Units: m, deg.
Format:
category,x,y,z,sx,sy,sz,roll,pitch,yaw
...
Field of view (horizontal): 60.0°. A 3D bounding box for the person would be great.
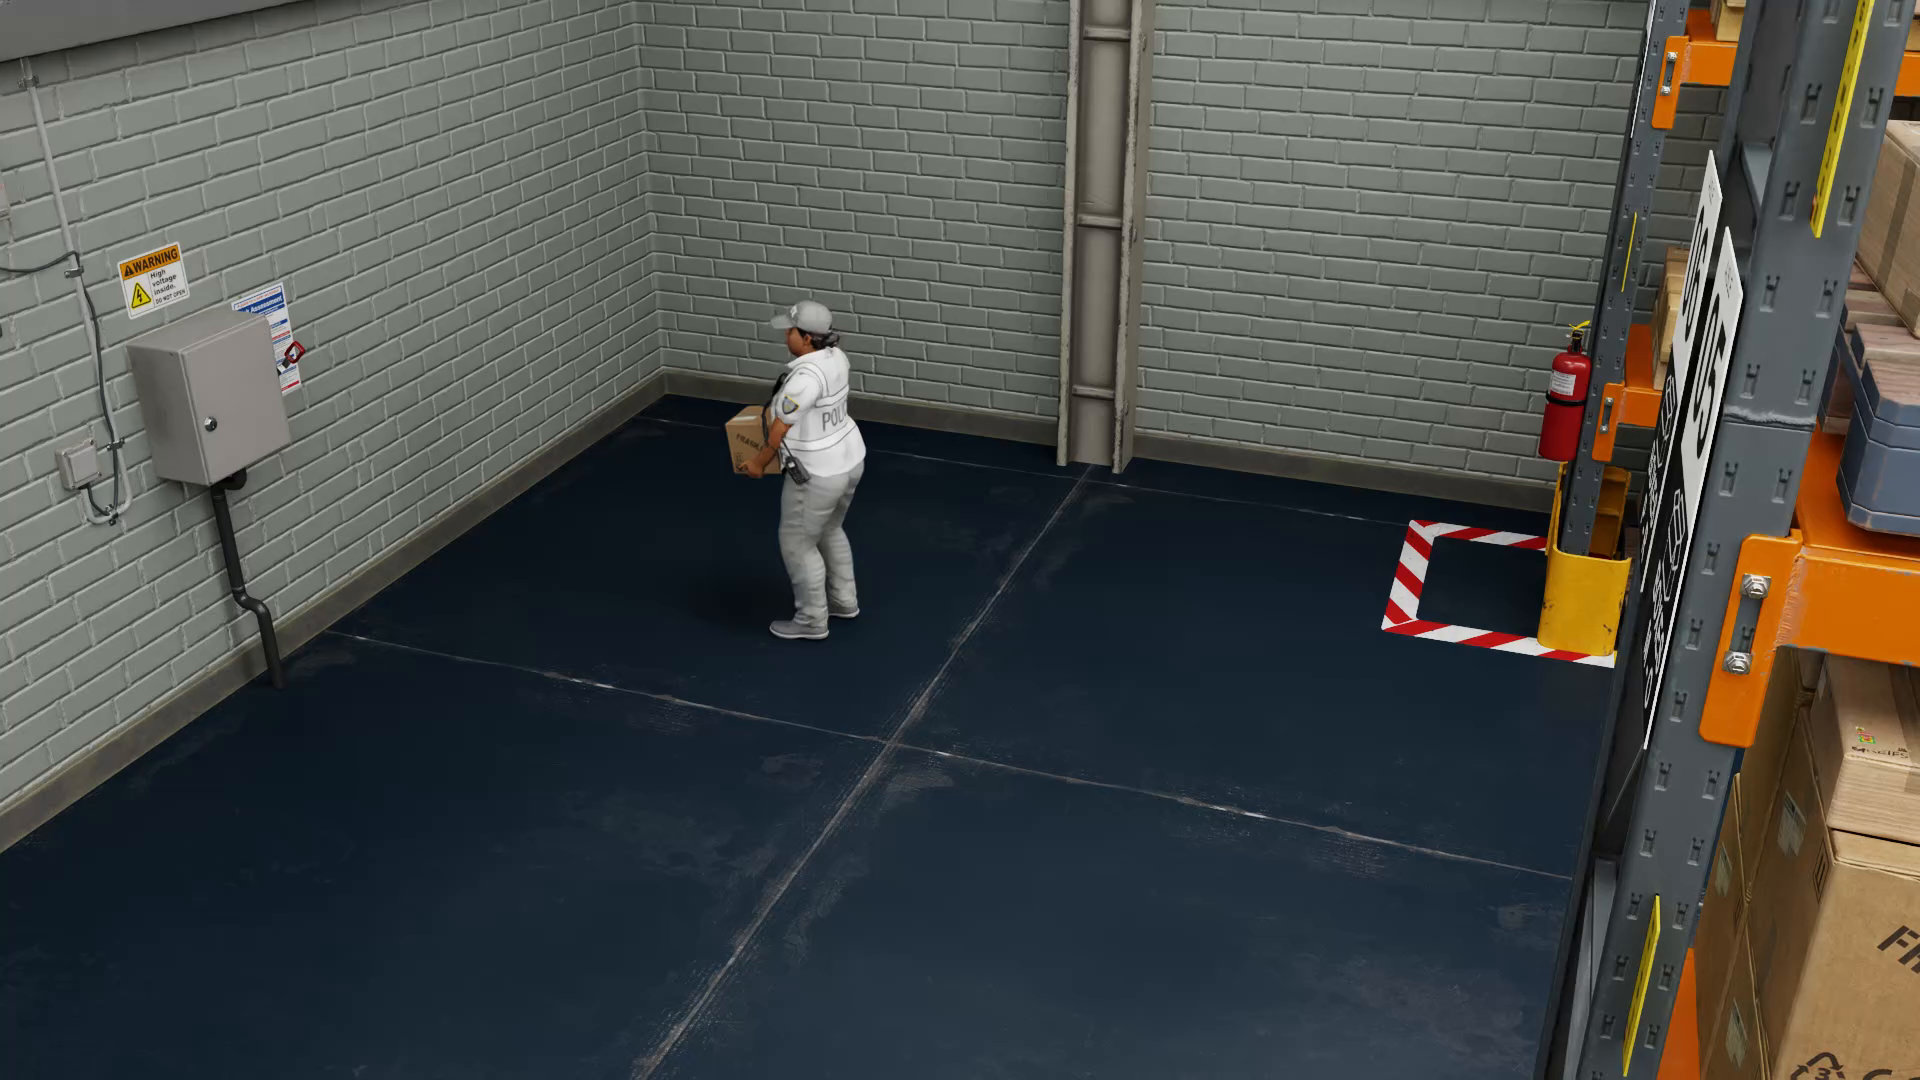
category,x,y,z,sx,sy,sz,roll,pitch,yaw
person,-0.732,-0.328,7.796,0.552,1.663,0.452,8,27,17
